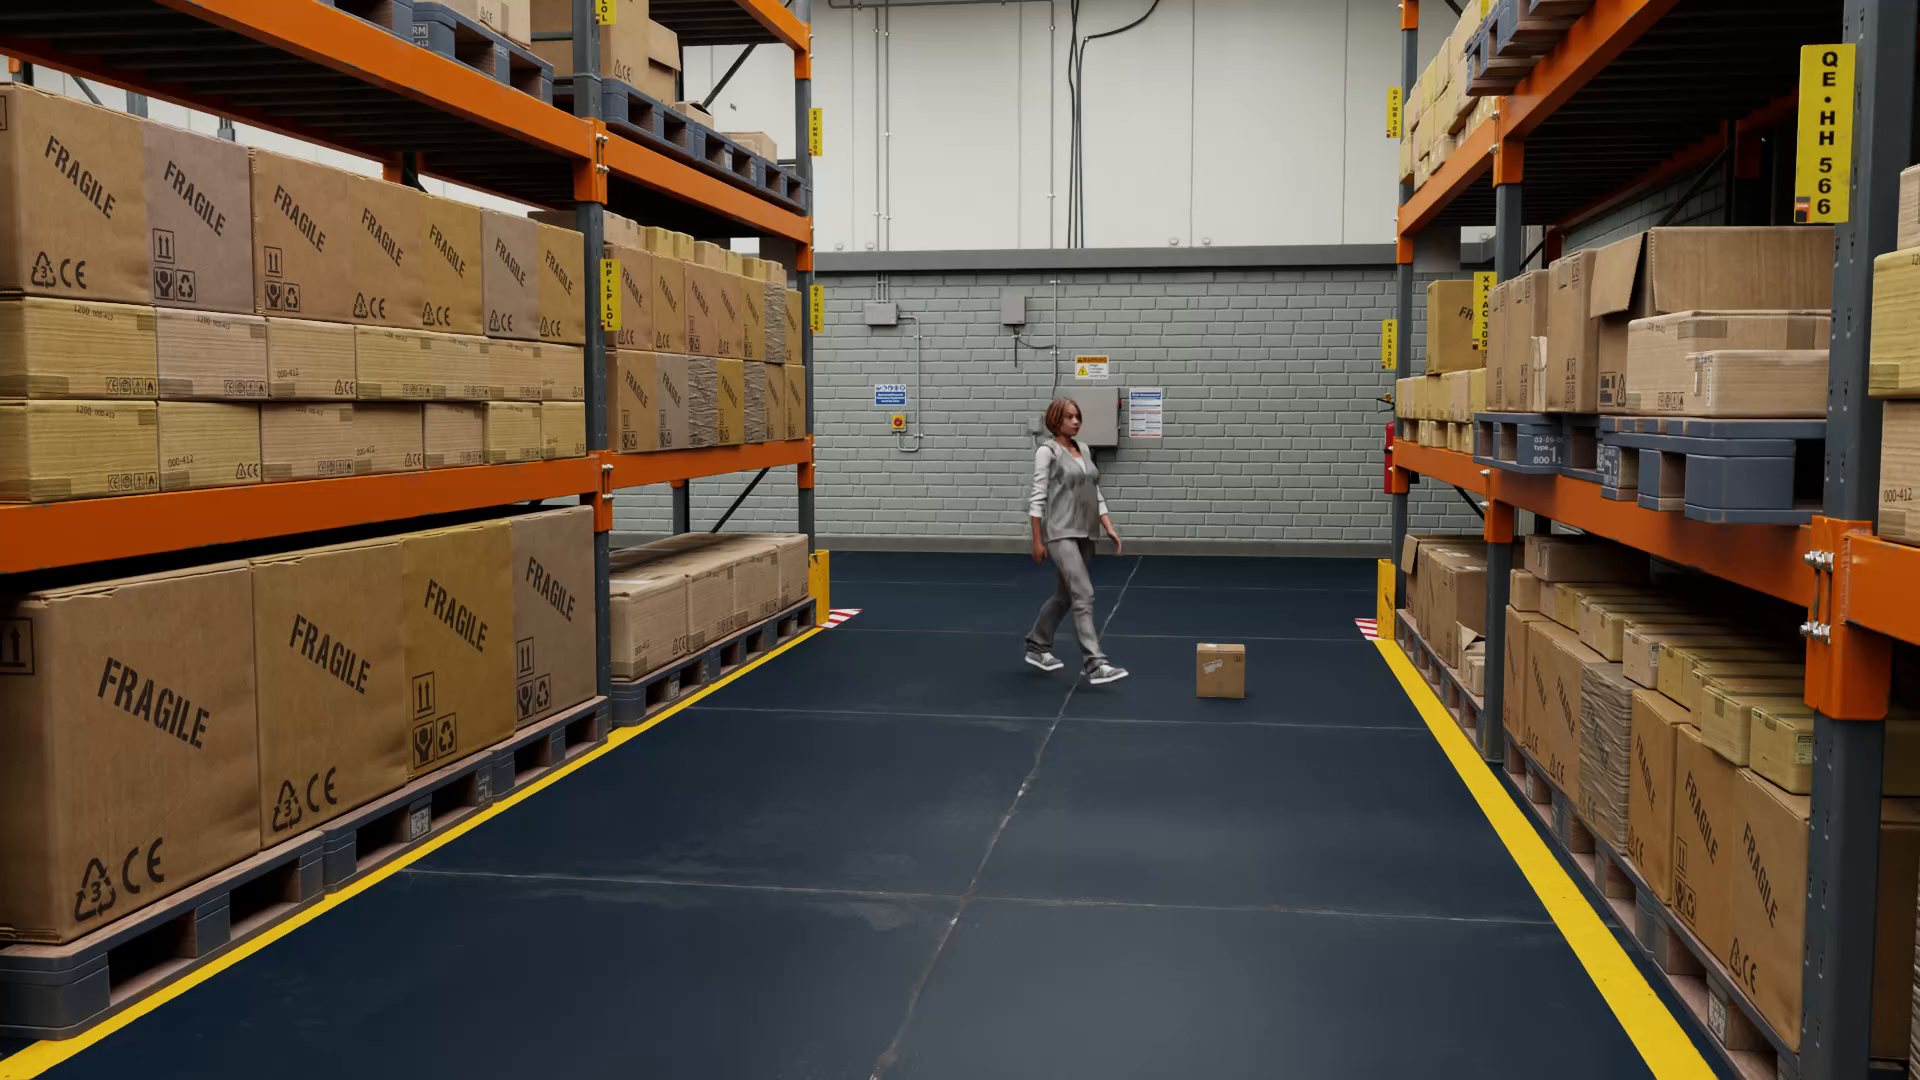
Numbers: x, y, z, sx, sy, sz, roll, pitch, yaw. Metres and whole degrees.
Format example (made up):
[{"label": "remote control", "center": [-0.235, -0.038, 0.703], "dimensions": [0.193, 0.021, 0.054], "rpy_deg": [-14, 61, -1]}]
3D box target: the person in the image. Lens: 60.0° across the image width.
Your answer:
[{"label": "person", "center": [0.653, -0.009, 9.155], "dimensions": [0.881, 1.550, 0.419], "rpy_deg": [4, 6, 42]}]
